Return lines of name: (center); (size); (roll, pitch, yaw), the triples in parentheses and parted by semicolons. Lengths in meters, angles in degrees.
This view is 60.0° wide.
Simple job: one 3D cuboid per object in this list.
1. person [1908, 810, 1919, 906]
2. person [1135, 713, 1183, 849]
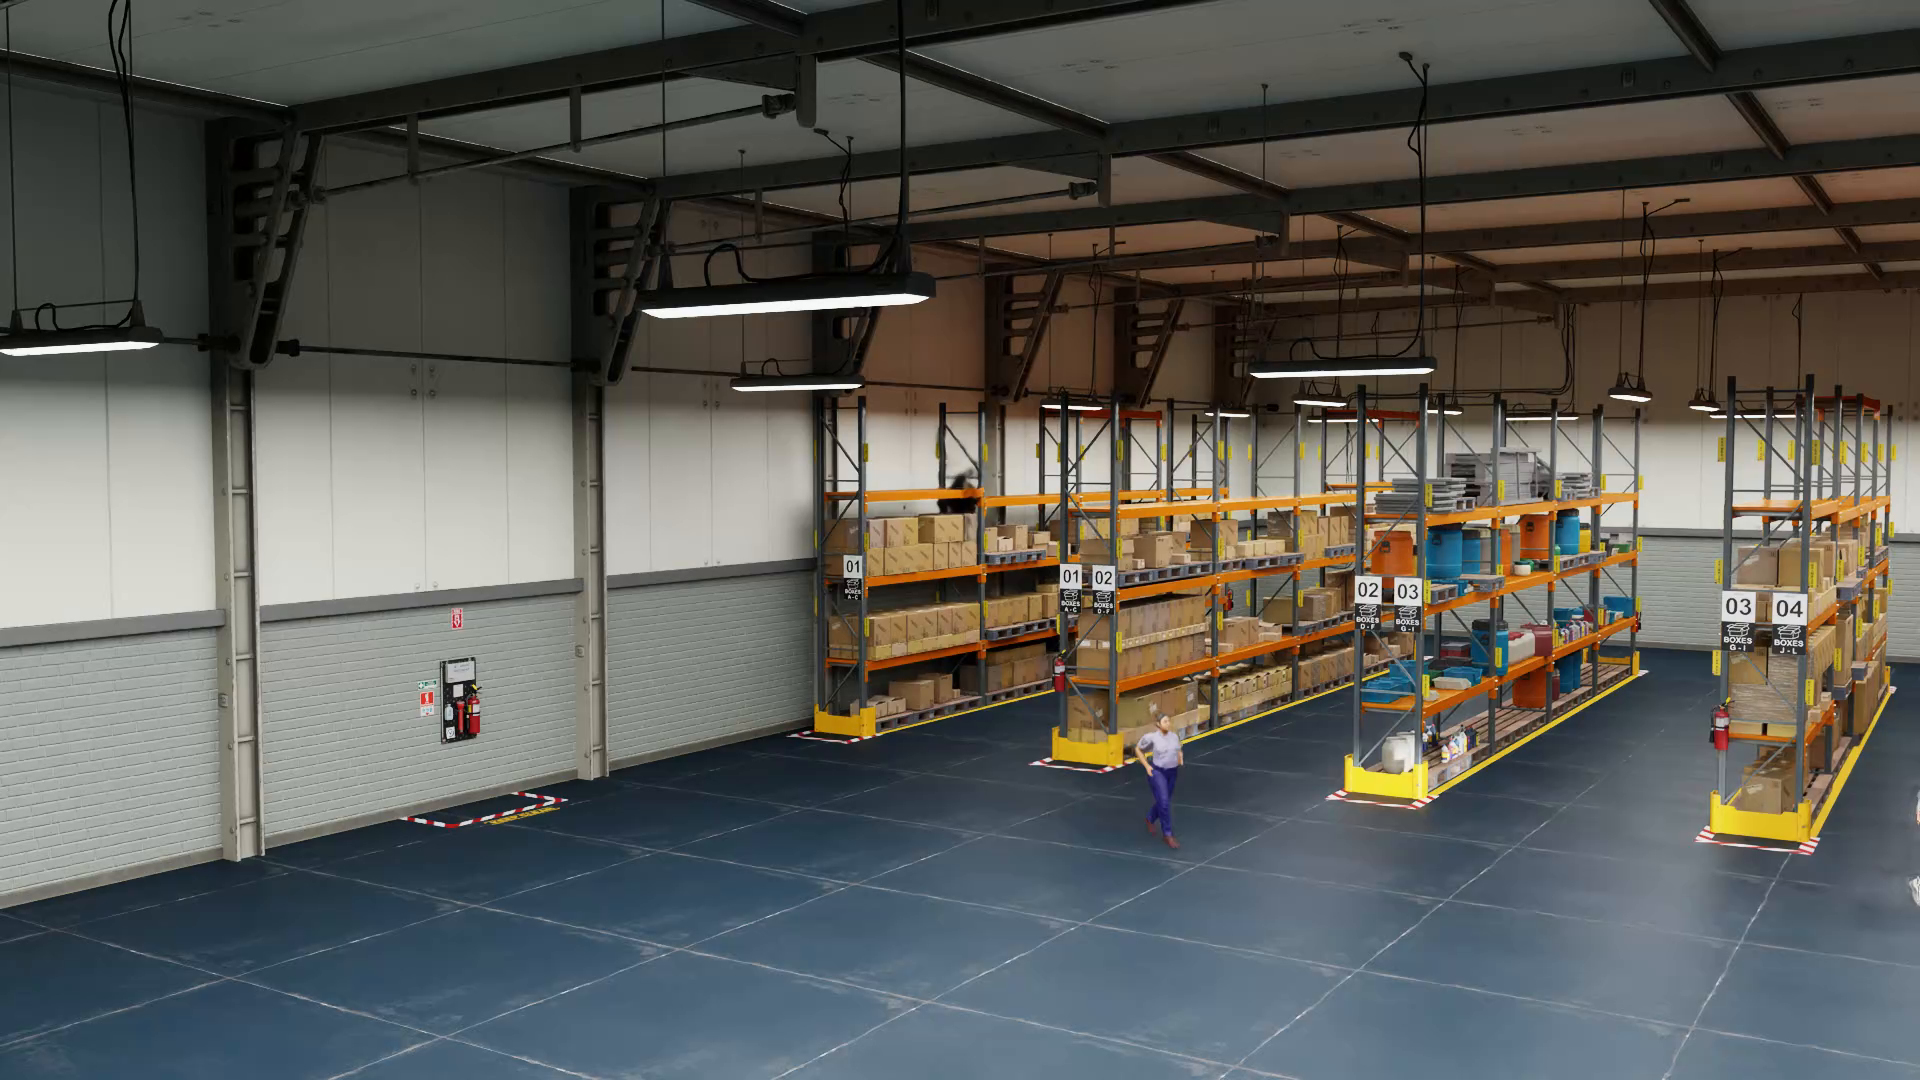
person: (10.413, 3.210, 17.567); (0.655, 1.739, 0.638); (-1, 3, -24)
person: (2.606, 3.044, 21.323); (0.599, 1.660, 0.866); (-2, 3, -31)
